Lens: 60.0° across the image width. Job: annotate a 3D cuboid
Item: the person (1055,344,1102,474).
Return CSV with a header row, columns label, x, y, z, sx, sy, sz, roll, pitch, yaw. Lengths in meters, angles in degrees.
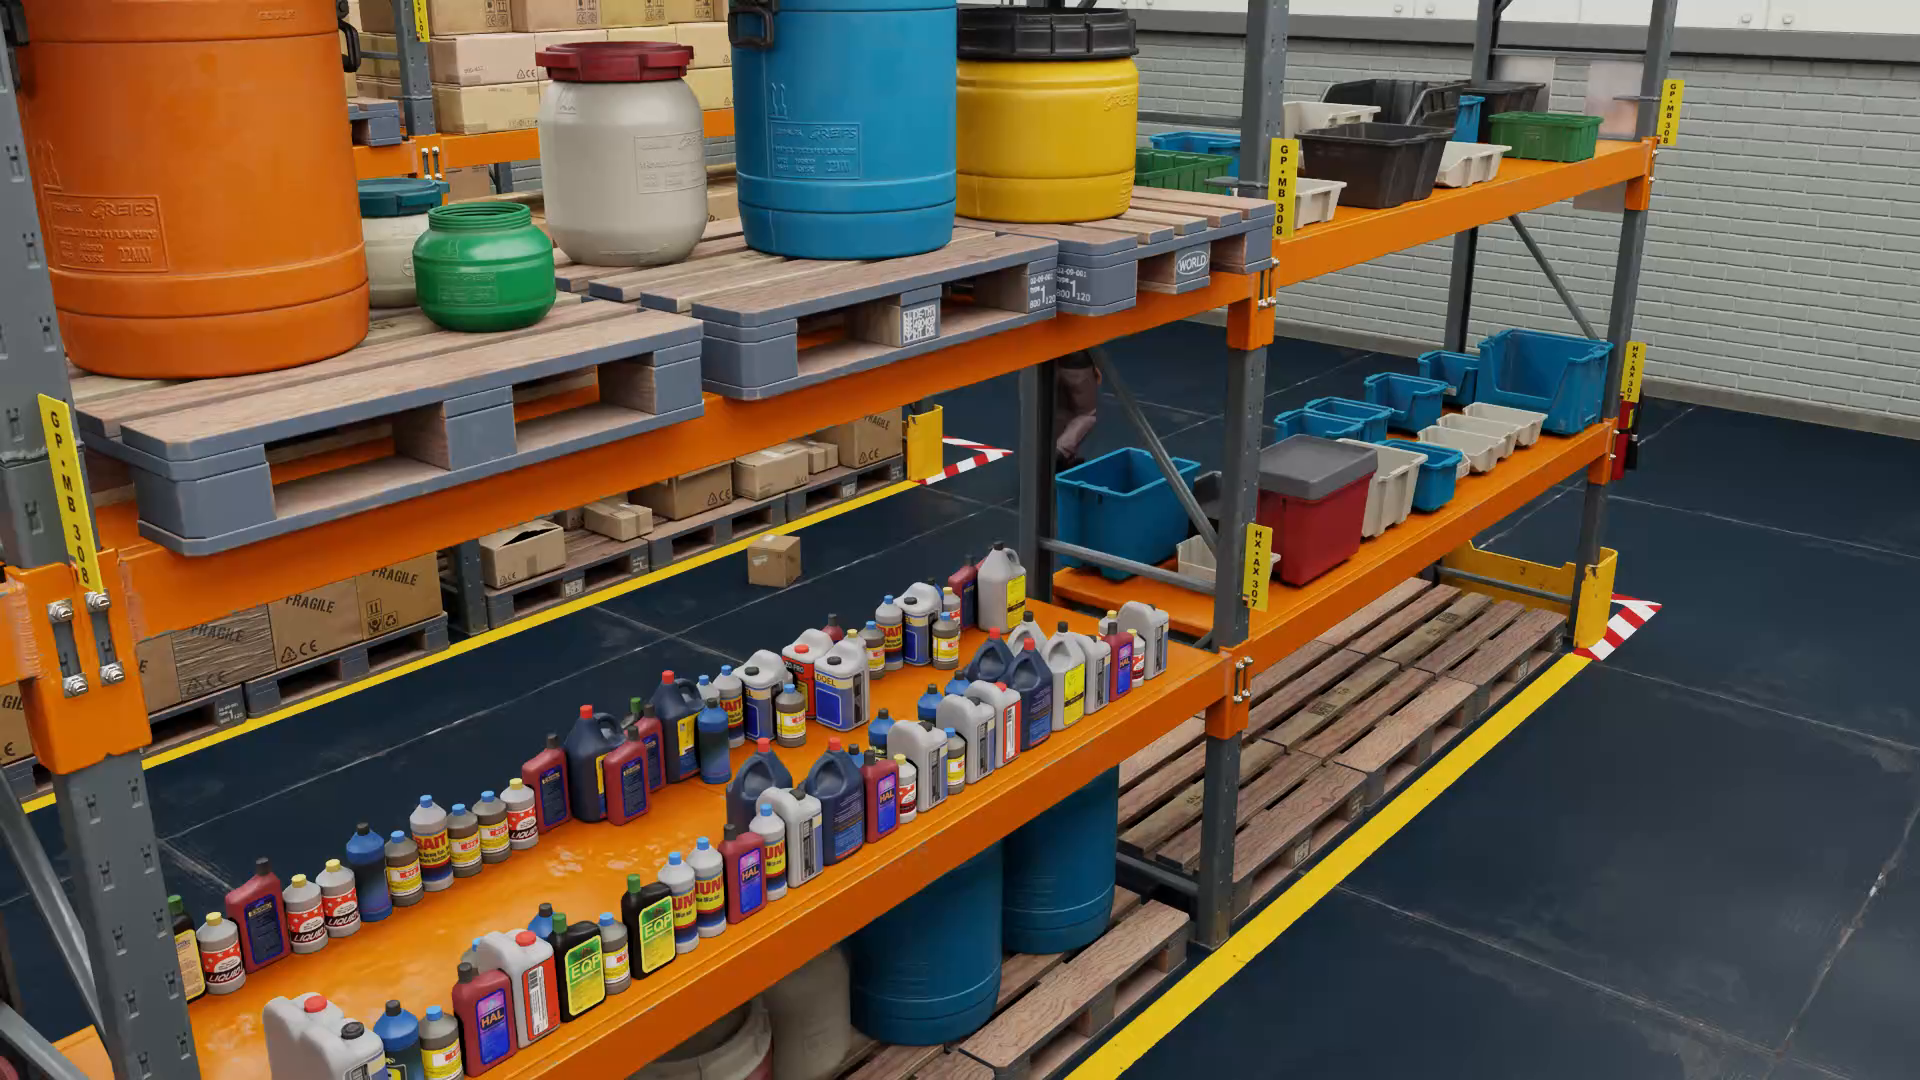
label,x,y,z,sx,sy,sz,roll,pitch,yaw
person,0.761,-1.259,12.036,0.531,1.693,0.773,12,23,30
